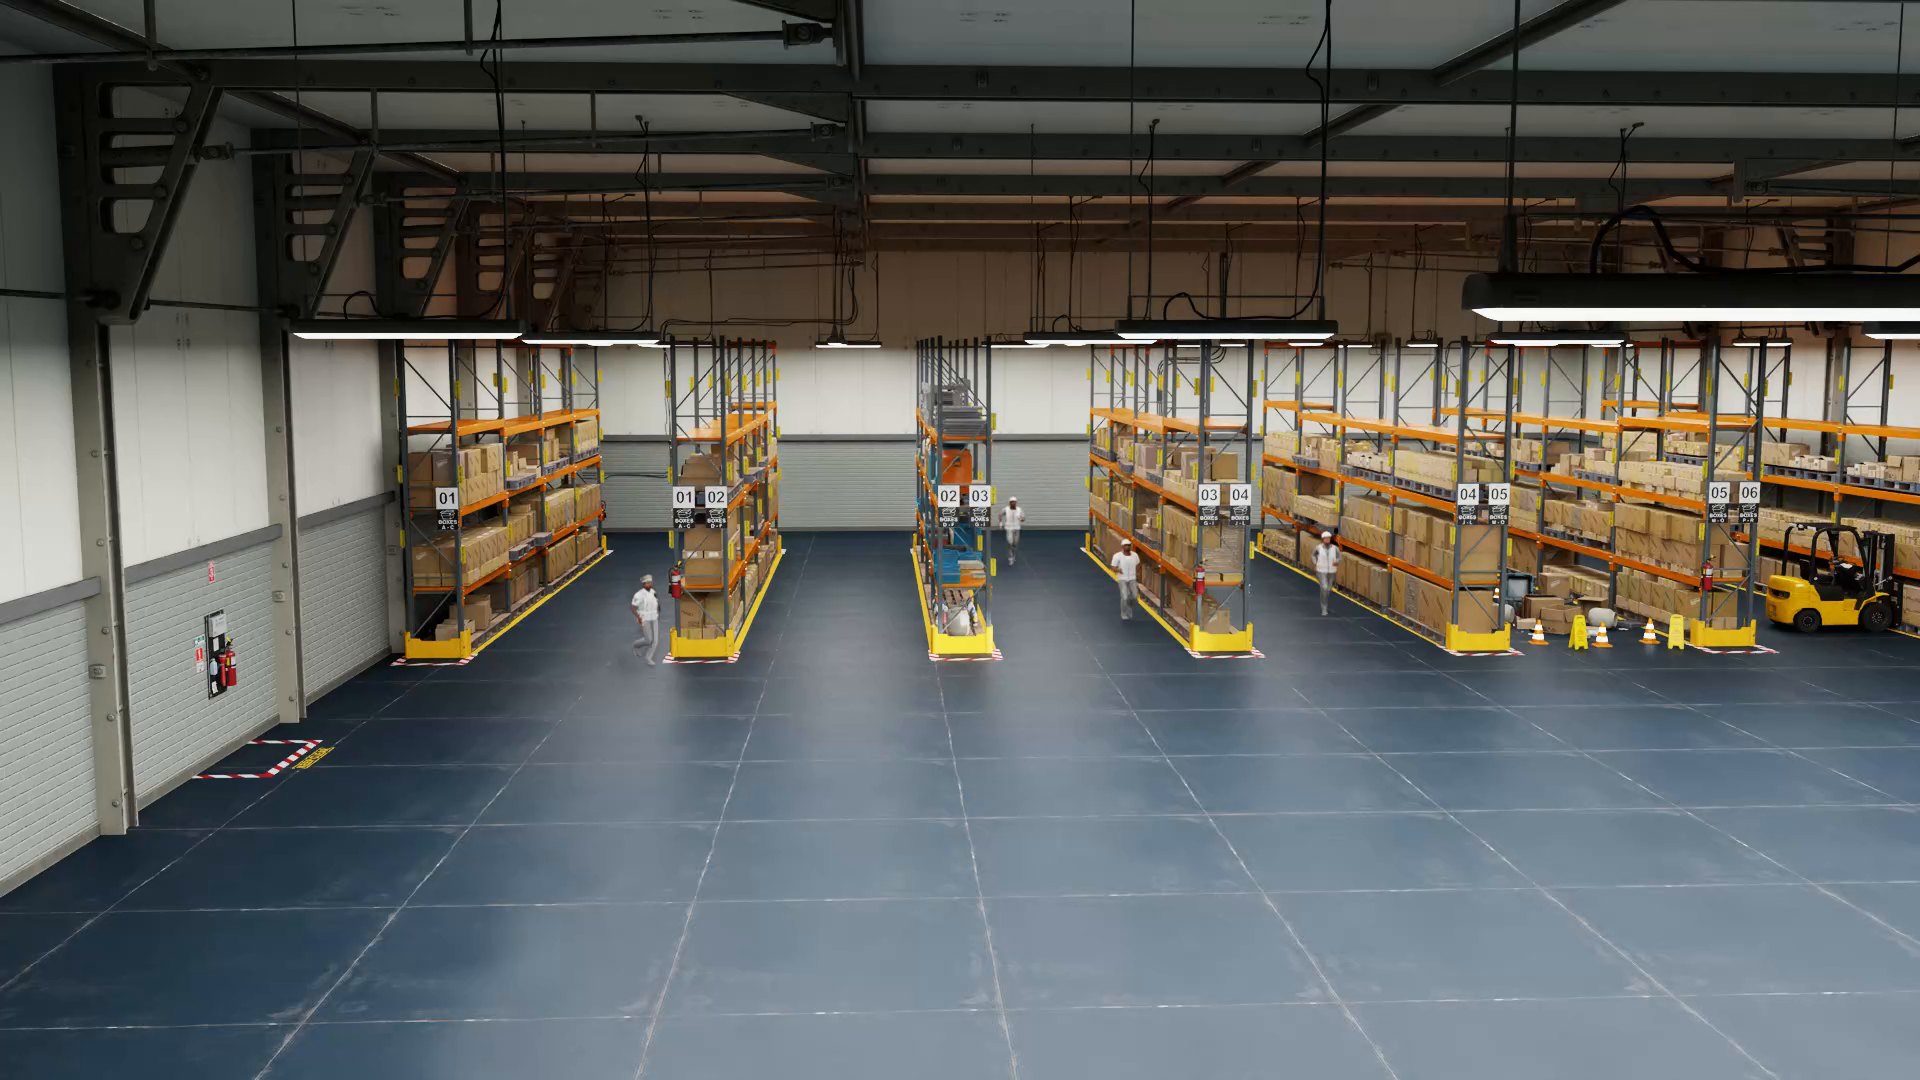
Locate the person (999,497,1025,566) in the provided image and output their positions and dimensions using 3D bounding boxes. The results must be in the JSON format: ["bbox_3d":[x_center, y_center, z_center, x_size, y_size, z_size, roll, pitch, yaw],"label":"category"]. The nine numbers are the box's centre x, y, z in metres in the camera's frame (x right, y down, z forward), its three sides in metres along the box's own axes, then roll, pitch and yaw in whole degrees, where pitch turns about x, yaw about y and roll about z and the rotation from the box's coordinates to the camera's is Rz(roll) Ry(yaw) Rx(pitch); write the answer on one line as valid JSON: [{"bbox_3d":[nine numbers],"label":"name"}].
[{"bbox_3d":[1.410,-0.245,44.711,0.663,1.843,0.802,-2,7,-14],"label":"person"}]

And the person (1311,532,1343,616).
[{"bbox_3d":[8.023,0.713,36.388,0.650,1.823,0.814,0,6,-1],"label":"person"}]

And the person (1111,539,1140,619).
[{"bbox_3d":[3.569,0.842,35.346,0.686,1.721,0.593,-1,7,-10],"label":"person"}]

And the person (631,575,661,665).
[{"bbox_3d":[-5.730,1.456,30.449,0.563,1.660,0.568,6,9,44],"label":"person"}]
